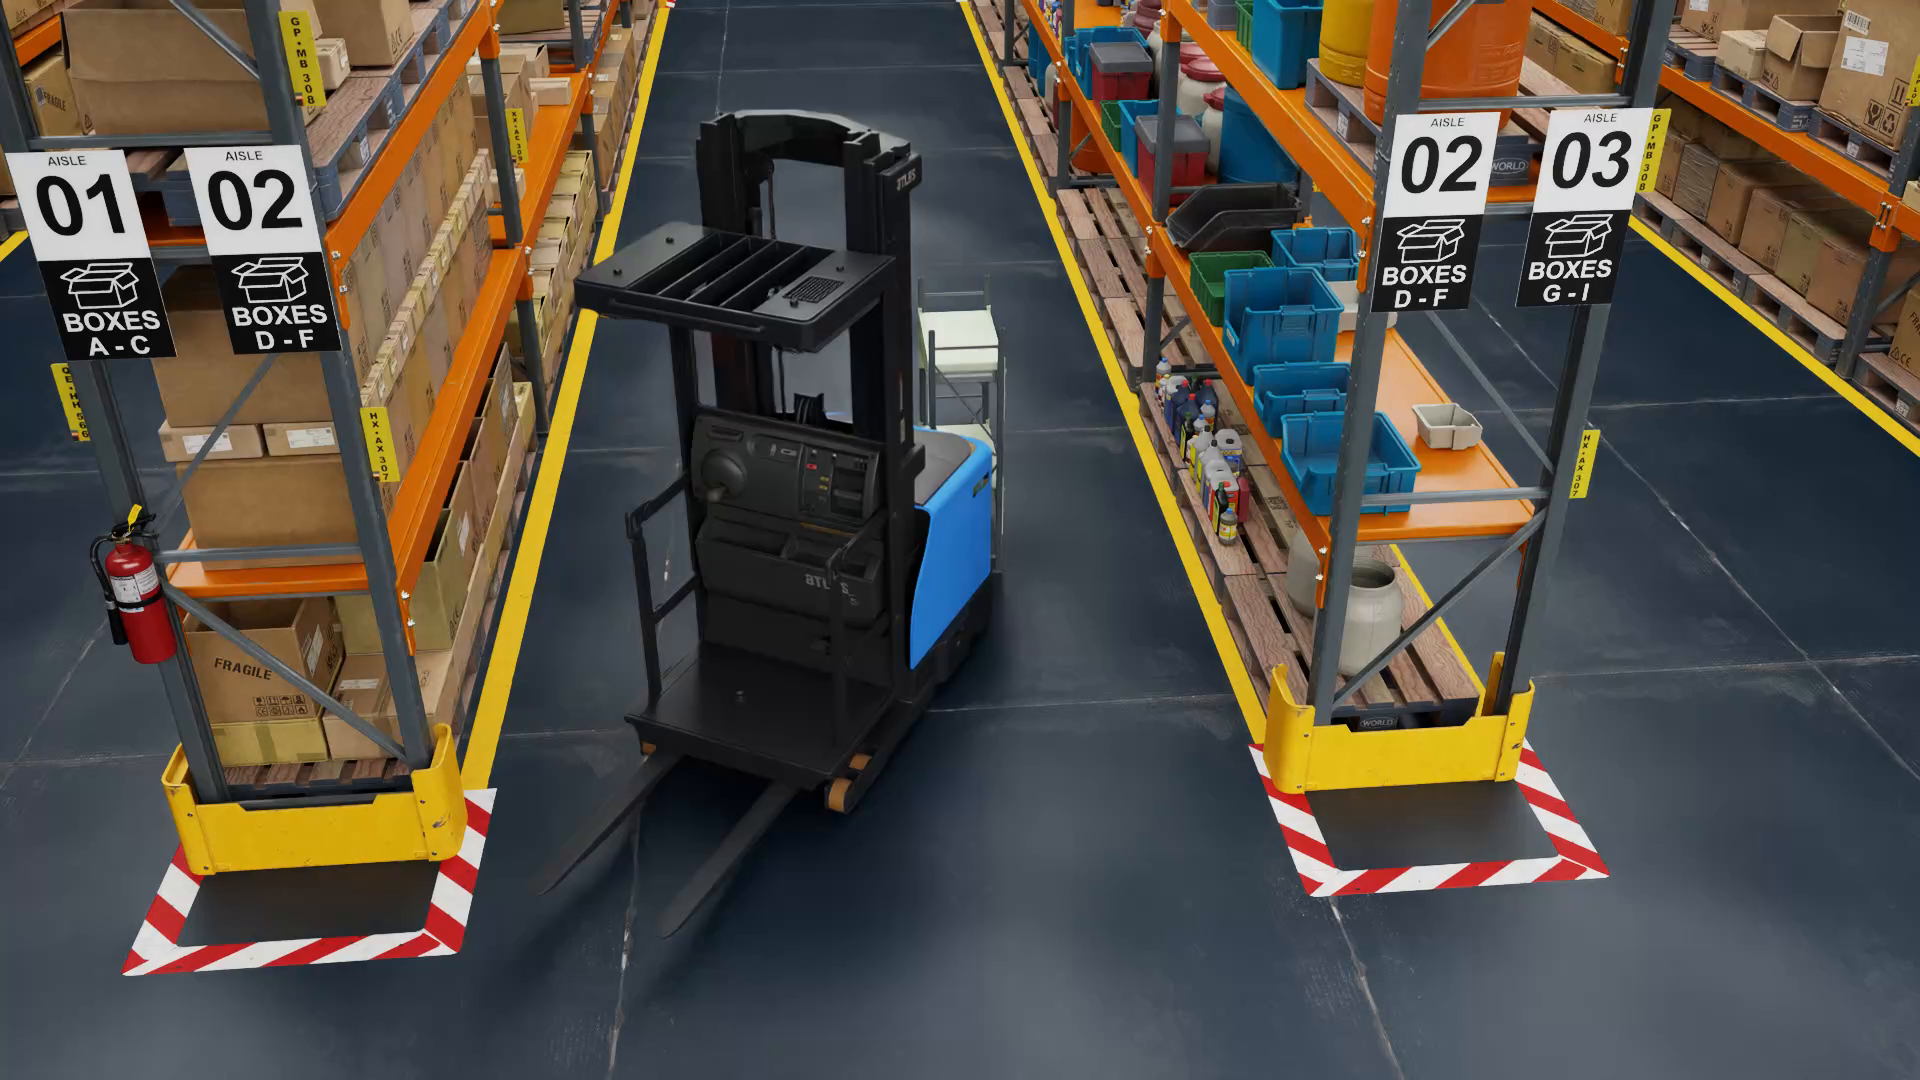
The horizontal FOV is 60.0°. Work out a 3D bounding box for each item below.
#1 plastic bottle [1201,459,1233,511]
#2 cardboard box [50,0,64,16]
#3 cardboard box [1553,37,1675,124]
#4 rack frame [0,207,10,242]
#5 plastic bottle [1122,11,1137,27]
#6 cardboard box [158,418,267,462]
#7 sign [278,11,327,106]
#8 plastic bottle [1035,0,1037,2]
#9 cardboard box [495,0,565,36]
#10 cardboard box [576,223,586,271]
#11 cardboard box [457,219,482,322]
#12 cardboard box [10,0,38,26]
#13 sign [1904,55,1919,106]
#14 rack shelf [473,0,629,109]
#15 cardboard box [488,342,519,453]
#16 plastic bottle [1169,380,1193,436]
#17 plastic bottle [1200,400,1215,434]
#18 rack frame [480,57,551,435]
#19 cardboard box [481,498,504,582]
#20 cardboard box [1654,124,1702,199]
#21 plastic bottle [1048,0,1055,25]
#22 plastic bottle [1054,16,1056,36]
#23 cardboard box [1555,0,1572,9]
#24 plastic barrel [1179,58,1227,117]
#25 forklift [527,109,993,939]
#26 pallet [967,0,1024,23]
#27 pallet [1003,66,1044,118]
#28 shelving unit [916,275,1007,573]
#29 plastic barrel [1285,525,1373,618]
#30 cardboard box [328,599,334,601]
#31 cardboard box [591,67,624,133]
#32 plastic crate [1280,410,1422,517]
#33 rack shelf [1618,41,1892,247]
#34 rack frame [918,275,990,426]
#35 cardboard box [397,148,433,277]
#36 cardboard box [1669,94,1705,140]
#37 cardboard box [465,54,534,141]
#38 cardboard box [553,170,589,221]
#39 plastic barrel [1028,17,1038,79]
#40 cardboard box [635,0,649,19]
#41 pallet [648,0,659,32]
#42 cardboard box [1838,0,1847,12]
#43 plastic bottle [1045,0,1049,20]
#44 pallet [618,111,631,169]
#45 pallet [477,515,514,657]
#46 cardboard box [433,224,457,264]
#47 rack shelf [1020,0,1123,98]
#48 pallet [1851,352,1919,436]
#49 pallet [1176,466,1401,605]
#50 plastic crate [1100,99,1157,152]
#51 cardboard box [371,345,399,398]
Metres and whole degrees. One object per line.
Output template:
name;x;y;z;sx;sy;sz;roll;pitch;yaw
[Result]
plastic bottle;1.486;-0.316;9.581;0.152;0.276;0.135;-4;31;-6
cardboard box;-8.493;-4.922;15.290;0.380;0.149;0.250;-4;31;-6
cardboard box;6.243;-4.122;15.388;1.225;0.875;0.875;-4;31;-7
rack frame;-8.508;-3.789;13.168;1.000;3.000;0.127;-3;31;-5
plastic bottle;1.486;-4.439;14.378;0.152;0.276;0.135;-3;31;-5
cardboard box;-3.054;-0.451;6.850;0.380;0.149;0.250;-3;31;-5
sign;-2.276;-1.664;5.756;0.100;0.325;0.005;-3;31;-5
plastic bottle;0.783;-5.258;15.675;0.144;0.351;0.185;-3;31;-5
cardboard box;-3.747;-4.567;13.964;0.700;0.500;0.500;-13;33;-21
cardboard box;-3.189;-2.251;12.865;0.500;0.250;0.500;-2;31;-3
cardboard box;-3.099;-1.533;9.295;0.700;0.500;0.500;-3;31;-5
cardboard box;-8.384;-4.749;14.369;0.500;0.500;0.500;-3;31;-5
sign;6.109;-2.927;10.596;0.100;0.325;0.005;-3;31;-5
rack shelf;-3.763;-4.740;15.462;1.077;0.370;4.000;-3;31;-5
cardboard box;-2.907;-0.825;9.747;0.500;0.500;0.500;-3;31;-5
plastic bottle;1.392;-0.841;10.387;0.144;0.351;0.185;-2;31;-3
plastic bottle;1.526;-0.738;10.293;0.097;0.271;0.097;0;31;0
rack frame;-3.203;-1.986;10.149;1.000;3.000;0.127;-3;31;-5
cardboard box;-2.796;0.006;9.086;0.500;0.250;0.500;-3;31;-5
cardboard box;6.370;-3.275;14.317;0.700;0.500;0.500;-4;31;-7
plastic bottle;0.843;-4.771;14.937;0.097;0.271;0.097;0;31;0
plastic bottle;0.879;-4.542;14.622;0.097;0.201;0.097;0;31;0
cardboard box;5.902;-5.303;15.606;0.500;0.500;0.500;-4;31;-6
plastic barrel;1.790;-3.153;11.971;0.433;0.535;0.433;0;31;0
forklift;-0.878;-0.253;7.316;1.130;2.935;3.031;13;33;20
pallet;0.647;-6.728;20.808;1.003;0.211;1.213;-3;31;-5
pallet;1.013;-4.712;17.434;1.003;0.211;1.213;-3;31;-5
shelving unit;0.001;-0.640;9.360;0.431;1.500;0.755;-3;31;-5
plastic barrel;1.919;0.121;8.640;0.421;0.512;0.421;0;31;0
cardboard box;-3.280;0.287;8.616;0.500;0.250;0.500;-3;31;-5
cardboard box;-3.485;-4.179;15.830;0.500;0.500;0.500;-4;31;-6
plastic crate;1.759;-0.356;7.566;0.499;0.251;0.616;-3;31;-5
rack shelf;6.474;-3.171;12.835;1.077;0.370;4.000;-3;31;-5
rack frame;-0.034;-0.827;9.673;0.400;1.500;0.023;-3;31;-5
cardboard box;-3.014;-1.591;8.125;0.700;0.500;0.500;-3;31;-5
cardboard box;6.380;-3.598;14.125;0.500;0.250;0.500;-2;31;-3
cardboard box;-3.403;-3.215;12.110;0.500;0.500;0.500;-4;31;-7
cardboard box;-3.227;-2.748;13.150;0.500;0.311;0.500;-3;31;-5
plastic barrel;1.016;-5.306;17.345;0.600;0.901;0.708;-3;31;-5
cardboard box;-3.969;-6.368;19.739;0.500;0.250;0.500;-3;31;-5
pallet;-4.241;-6.469;20.375;1.003;0.211;1.213;-3;31;-5
cardboard box;10.435;-6.232;19.339;0.380;0.149;0.250;-4;31;-6
plastic bottle;0.824;-4.840;15.122;0.097;0.201;0.097;0;31;0
pallet;-3.719;-3.835;15.965;1.003;0.211;1.213;-3;31;-5
pallet;-3.053;0.244;9.136;1.003;0.211;1.213;-3;31;-5
cardboard box;-2.847;-1.530;8.657;0.380;0.149;0.250;-2;31;-3
rack shelf;1.169;-4.976;15.856;1.077;0.370;4.000;-3;31;-5
pallet;6.759;-0.920;11.085;1.003;0.211;1.213;-3;31;-5
pallet;1.868;-0.055;9.636;1.003;0.211;1.213;-3;31;-5
plastic crate;1.286;-3.006;12.064;0.450;0.188;0.662;-3;31;-5
cardboard box;-2.700;-0.738;7.330;0.380;0.149;0.250;-3;31;-4
